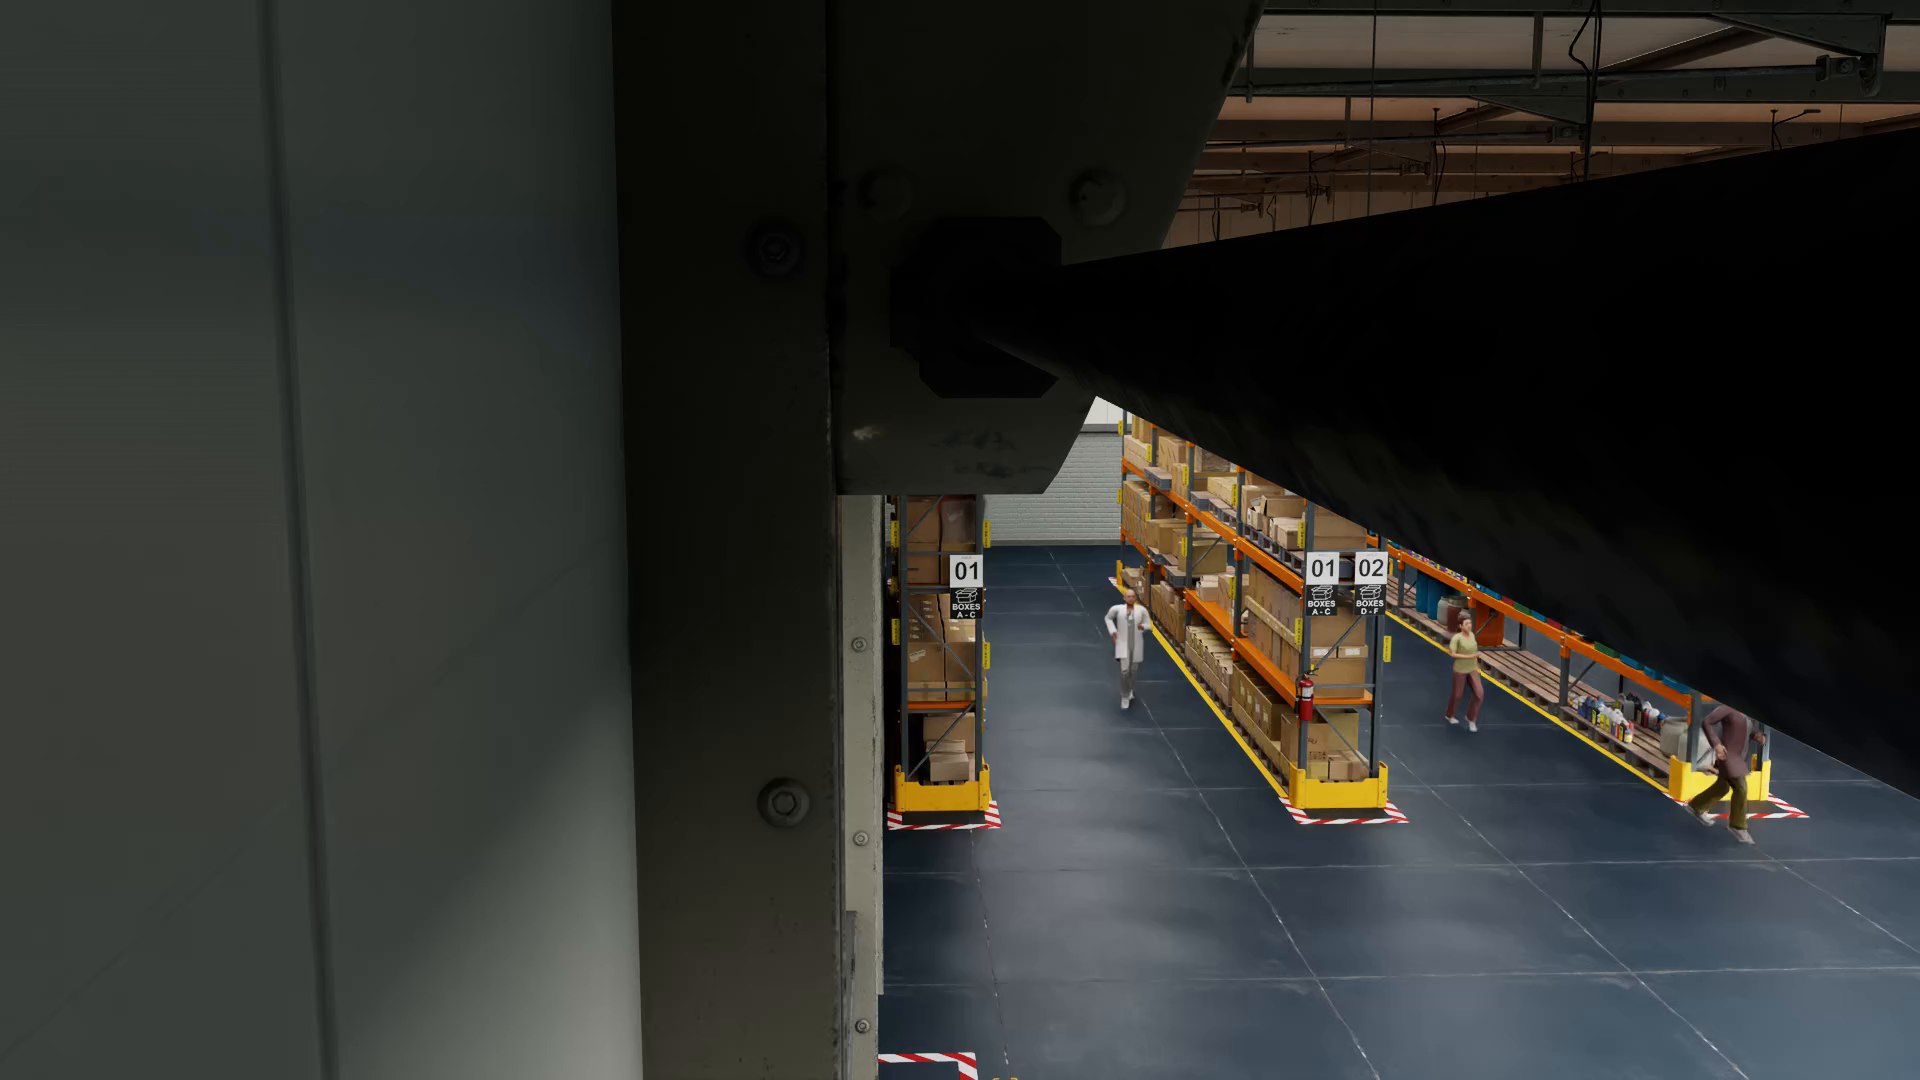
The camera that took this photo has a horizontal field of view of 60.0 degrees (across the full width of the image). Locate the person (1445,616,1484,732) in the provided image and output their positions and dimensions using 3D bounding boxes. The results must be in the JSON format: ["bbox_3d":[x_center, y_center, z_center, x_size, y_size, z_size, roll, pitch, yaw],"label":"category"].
[{"bbox_3d":[7.358,1.939,24.260,0.543,1.700,0.702,-2,9,-15],"label":"person"}]

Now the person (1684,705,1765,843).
[{"bbox_3d":[9.087,2.601,19.645,0.715,1.842,0.910,-7,11,-39],"label":"person"}]

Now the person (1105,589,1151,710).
[{"bbox_3d":[2.613,1.674,25.710,0.682,1.841,0.801,-1,8,-5],"label":"person"}]
